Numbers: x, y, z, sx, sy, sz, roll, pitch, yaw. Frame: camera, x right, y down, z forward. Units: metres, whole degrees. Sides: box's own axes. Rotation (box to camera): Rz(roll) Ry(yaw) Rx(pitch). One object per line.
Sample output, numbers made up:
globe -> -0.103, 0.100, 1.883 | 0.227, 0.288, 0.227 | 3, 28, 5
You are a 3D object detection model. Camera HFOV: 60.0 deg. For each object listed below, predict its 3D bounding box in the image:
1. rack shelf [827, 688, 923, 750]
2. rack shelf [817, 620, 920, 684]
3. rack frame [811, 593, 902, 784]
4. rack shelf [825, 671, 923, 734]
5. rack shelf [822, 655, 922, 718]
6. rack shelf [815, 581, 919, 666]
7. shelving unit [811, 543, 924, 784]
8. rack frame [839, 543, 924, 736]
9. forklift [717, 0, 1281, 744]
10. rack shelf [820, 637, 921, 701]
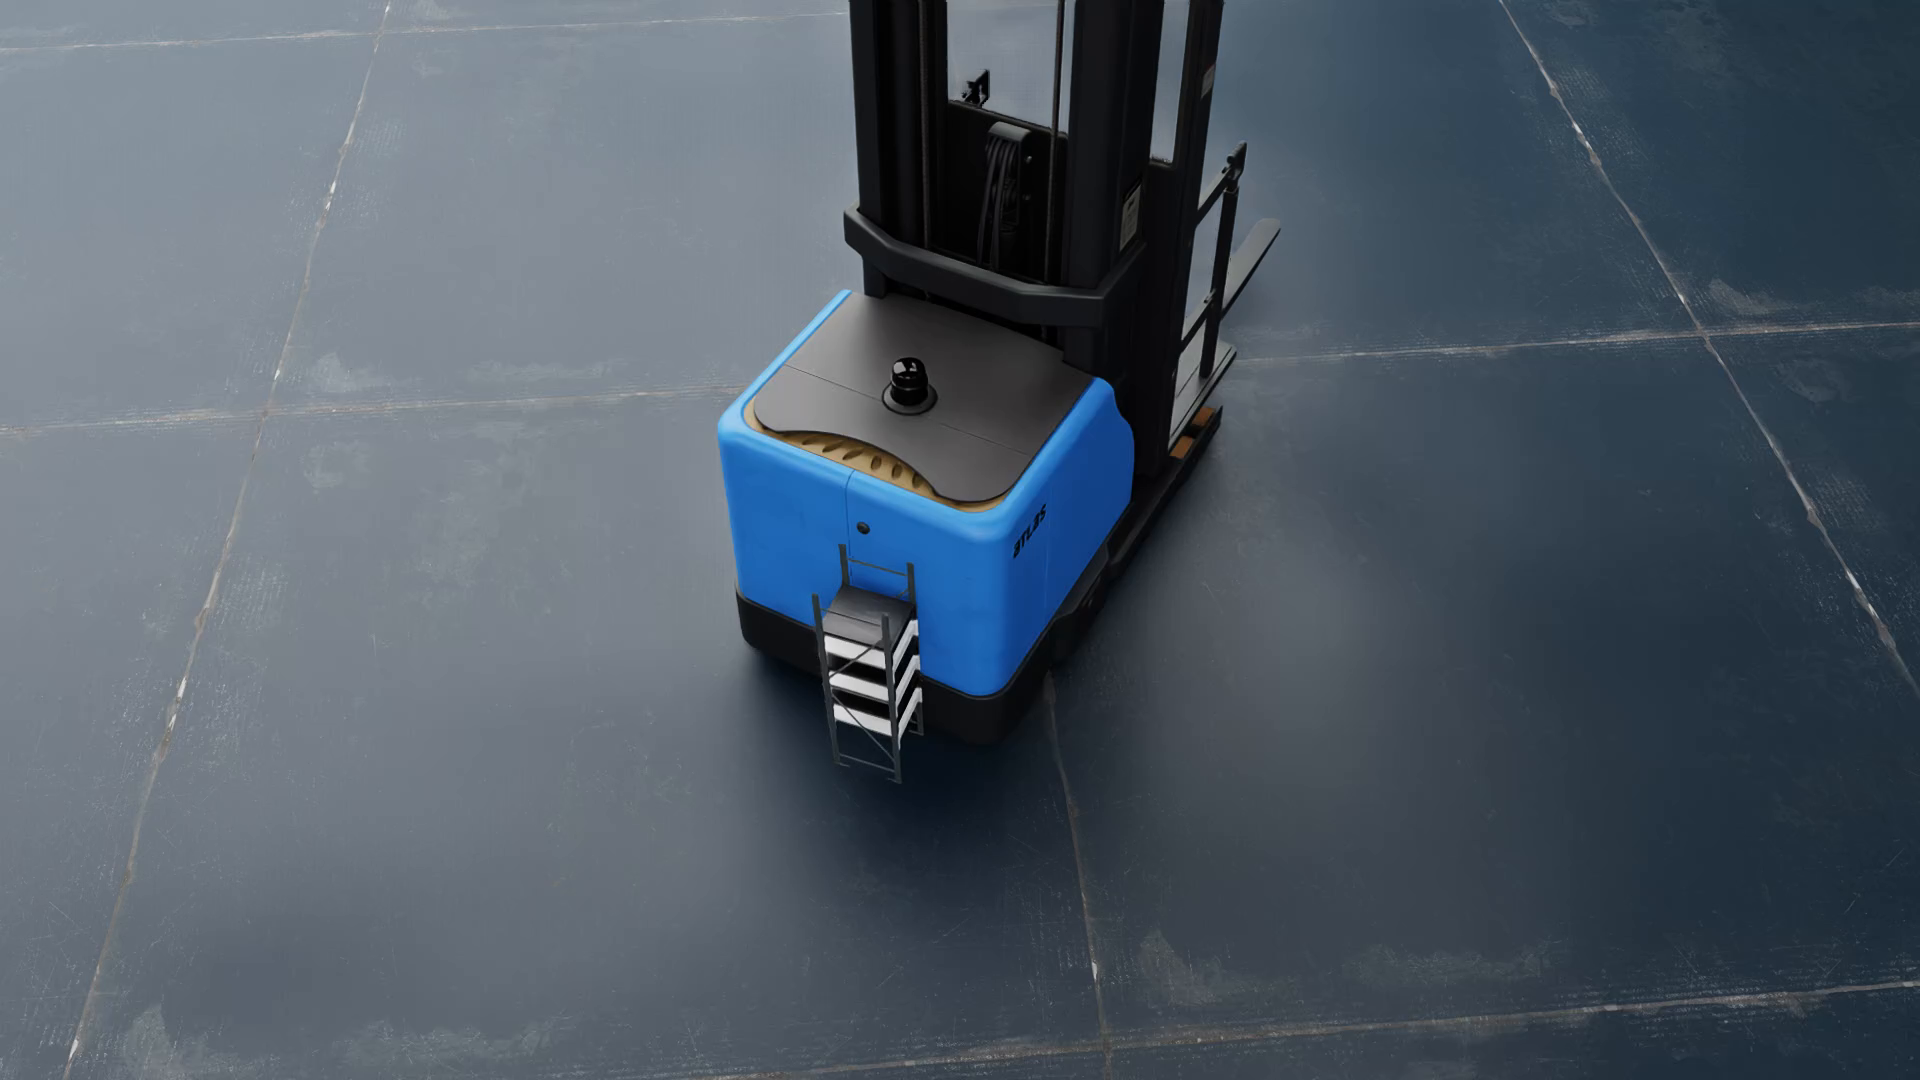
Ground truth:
rack shelf -> -0.274, 0.547, 5.399 | 0.258, 0.077, 0.200 | 15, 51, 14
rack shelf -> -0.281, 0.312, 5.126 | 0.258, 0.077, 0.200 | 15, 51, 14
rack frame -> -0.313, 0.480, 5.176 | 0.240, 0.900, 0.006 | 15, 51, 14
rack shelf -> -0.276, 0.488, 5.331 | 0.258, 0.077, 0.200 | 15, 51, 14
rack shelf -> -0.277, 0.429, 5.263 | 0.258, 0.077, 0.200 | 15, 51, 14
rack shelf -> -0.282, 0.253, 5.058 | 0.258, 0.077, 0.200 | 15, 51, 14
shelving unit -> -0.278, 0.408, 5.237 | 0.258, 0.900, 0.210 | 15, 51, 14
rack frame -> -0.243, 0.335, 5.299 | 0.240, 0.900, 0.006 | 15, 51, 14
forklift -> 0.380, -1.401, 5.558 | 1.130, 2.935, 3.031 | 22, 50, 19
rack shelf -> -0.279, 0.371, 5.194 | 0.258, 0.077, 0.200 | 15, 51, 14
